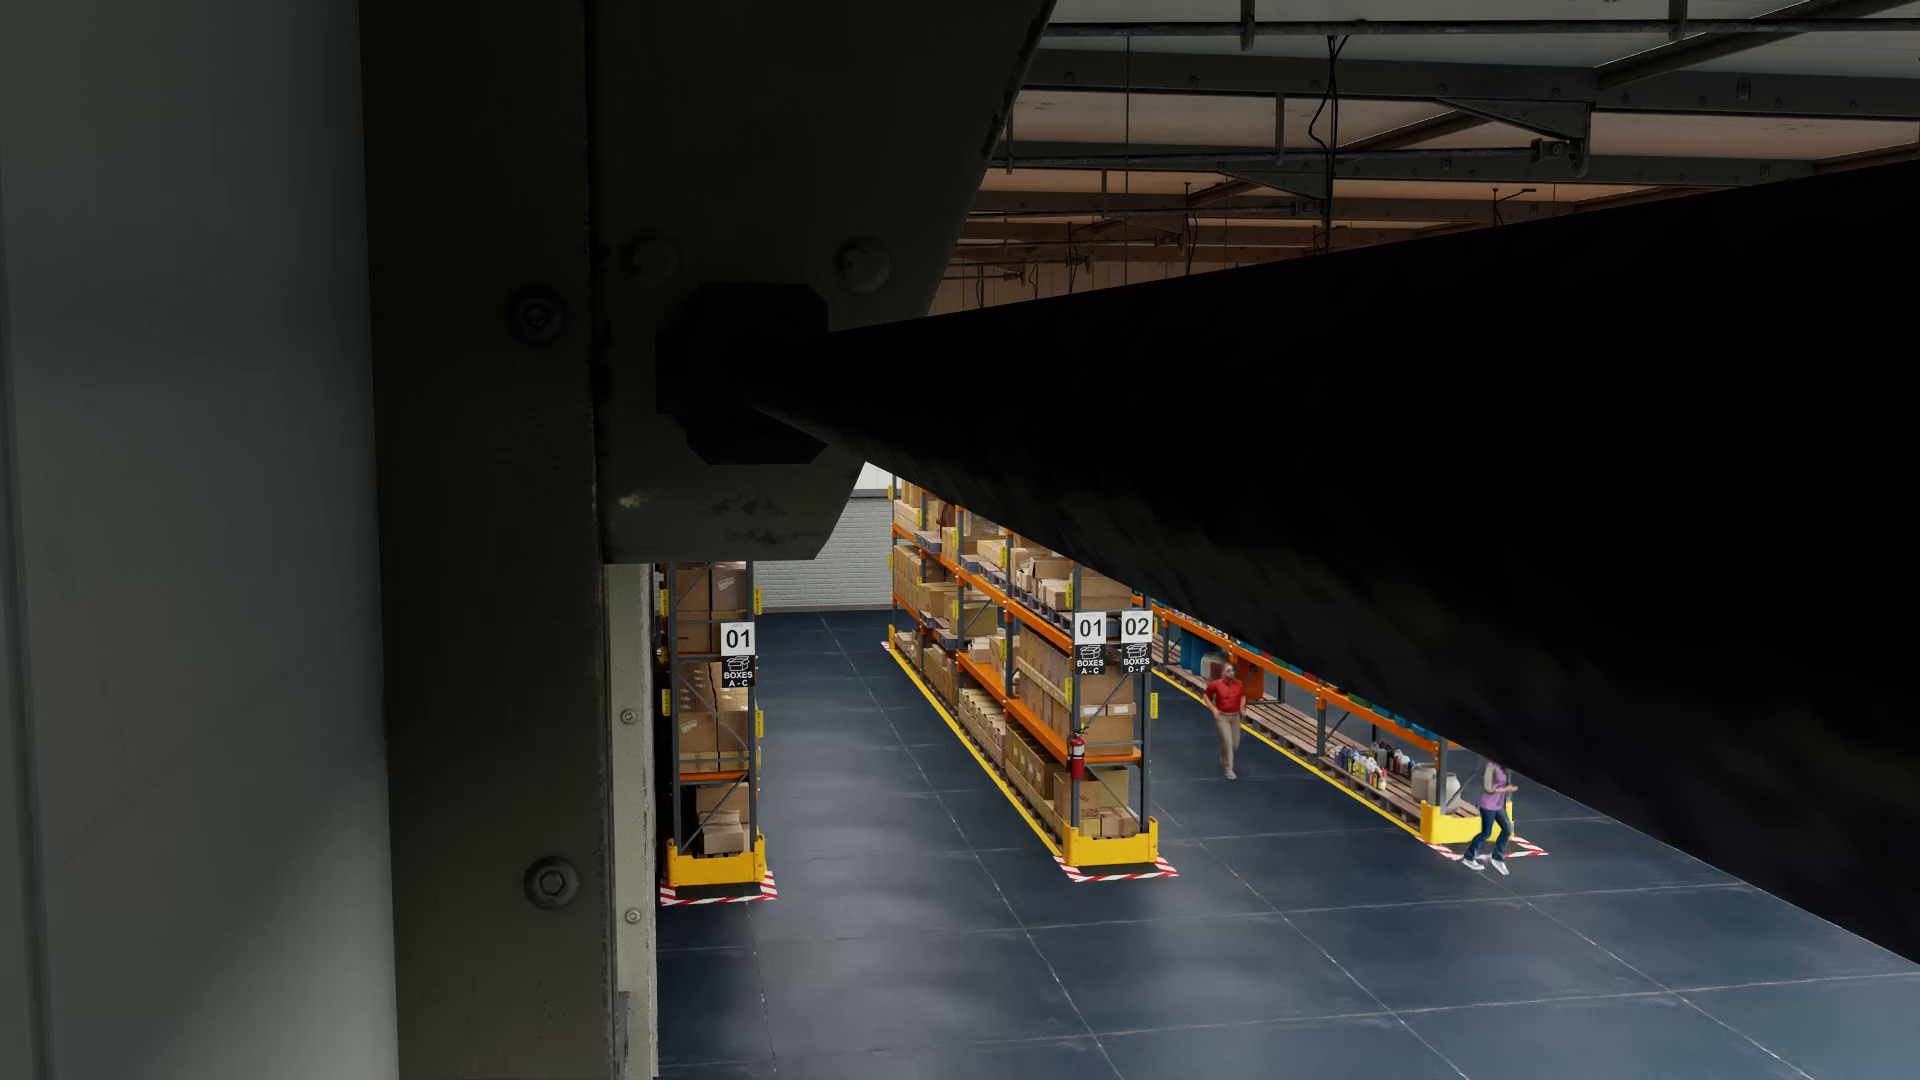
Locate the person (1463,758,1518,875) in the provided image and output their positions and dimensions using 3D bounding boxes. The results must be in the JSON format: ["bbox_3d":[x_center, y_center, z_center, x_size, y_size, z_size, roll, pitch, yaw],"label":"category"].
[{"bbox_3d":[6.551,3.327,20.499,0.627,1.646,0.531,4,7,33],"label":"person"}]

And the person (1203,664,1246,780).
[{"bbox_3d":[4.066,2.739,25.458,0.671,1.719,0.774,-2,6,-17],"label":"person"}]
